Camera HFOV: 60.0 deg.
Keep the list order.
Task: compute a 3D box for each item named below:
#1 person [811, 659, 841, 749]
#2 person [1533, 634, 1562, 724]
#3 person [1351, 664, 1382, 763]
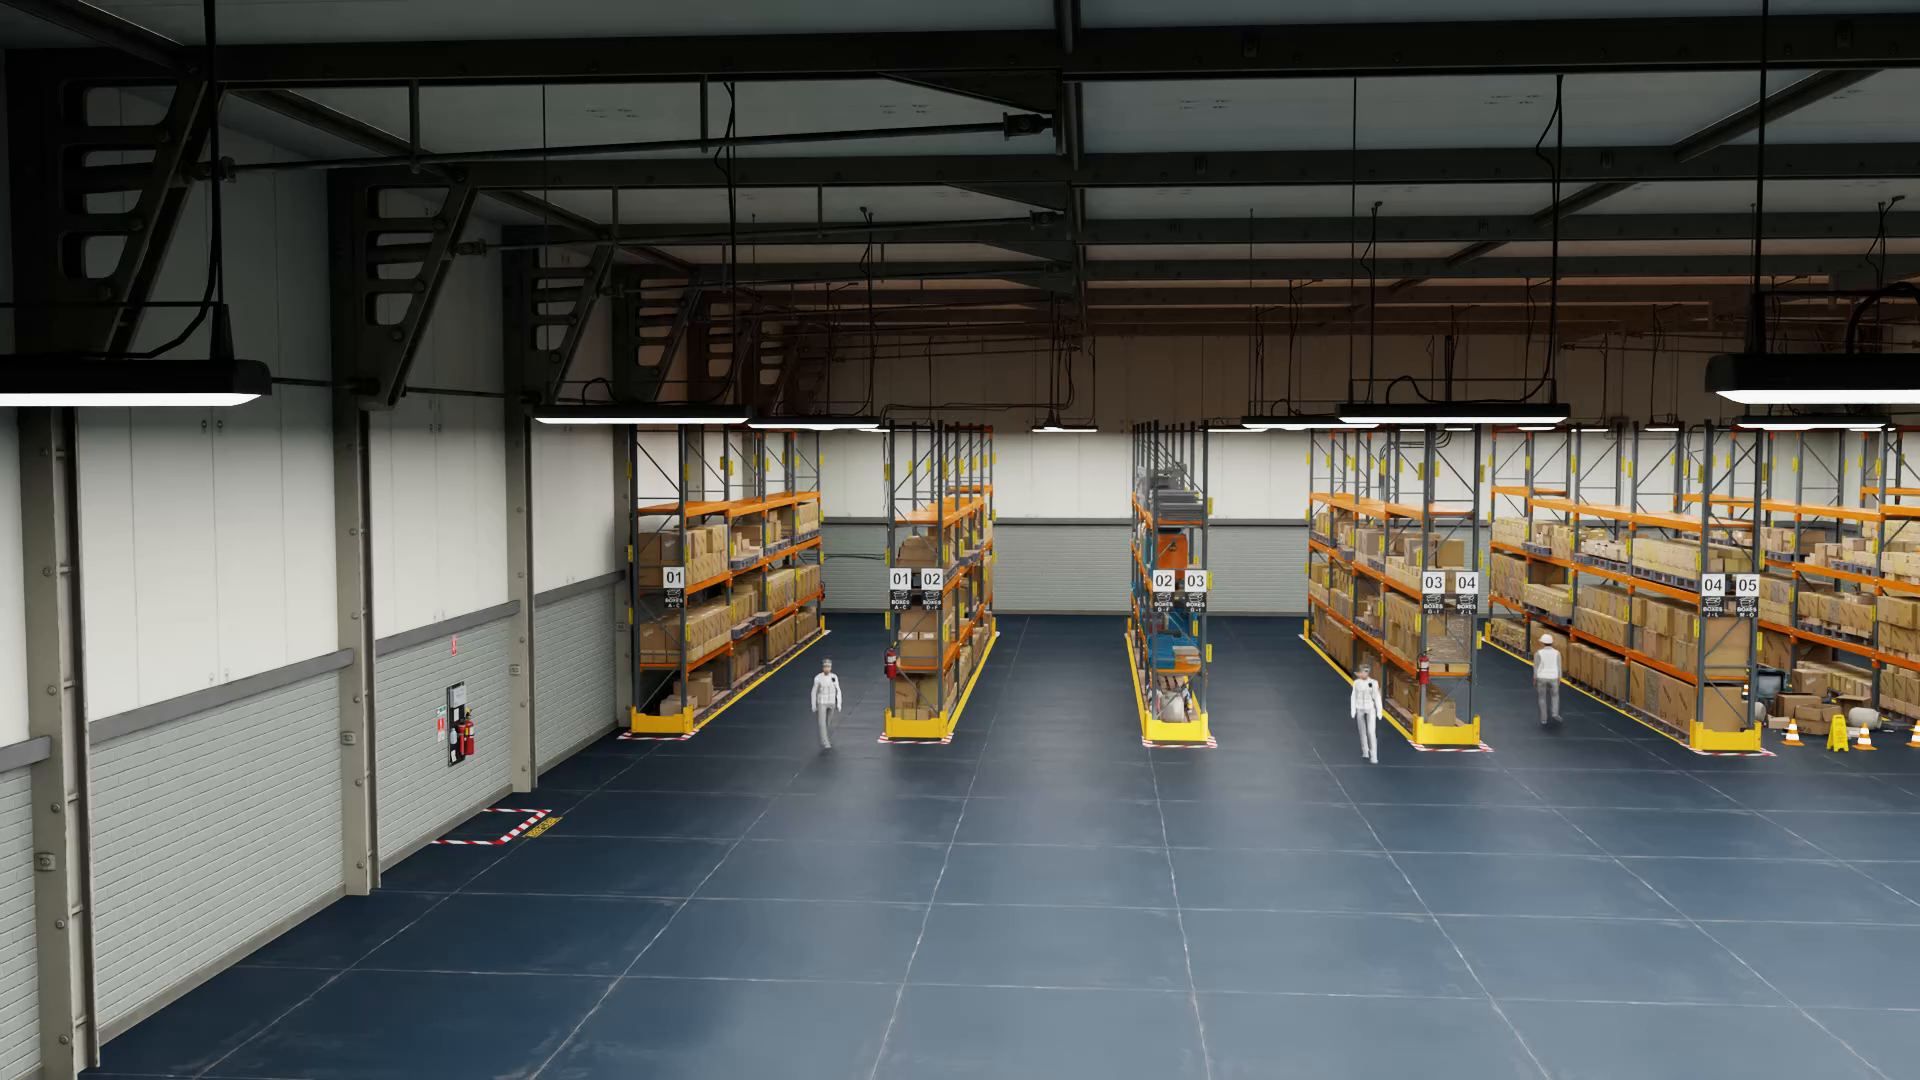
[{"bbox_3d":[-2.405,2.972,30.191,0.522,1.624,1.035,-2,4,-28],"label":"person"},{"bbox_3d":[11.652,2.752,32.980,0.568,1.775,0.469,1,4,13],"label":"person"},{"bbox_3d":[7.153,3.035,29.335,0.590,1.669,0.622,2,4,31],"label":"person"}]
